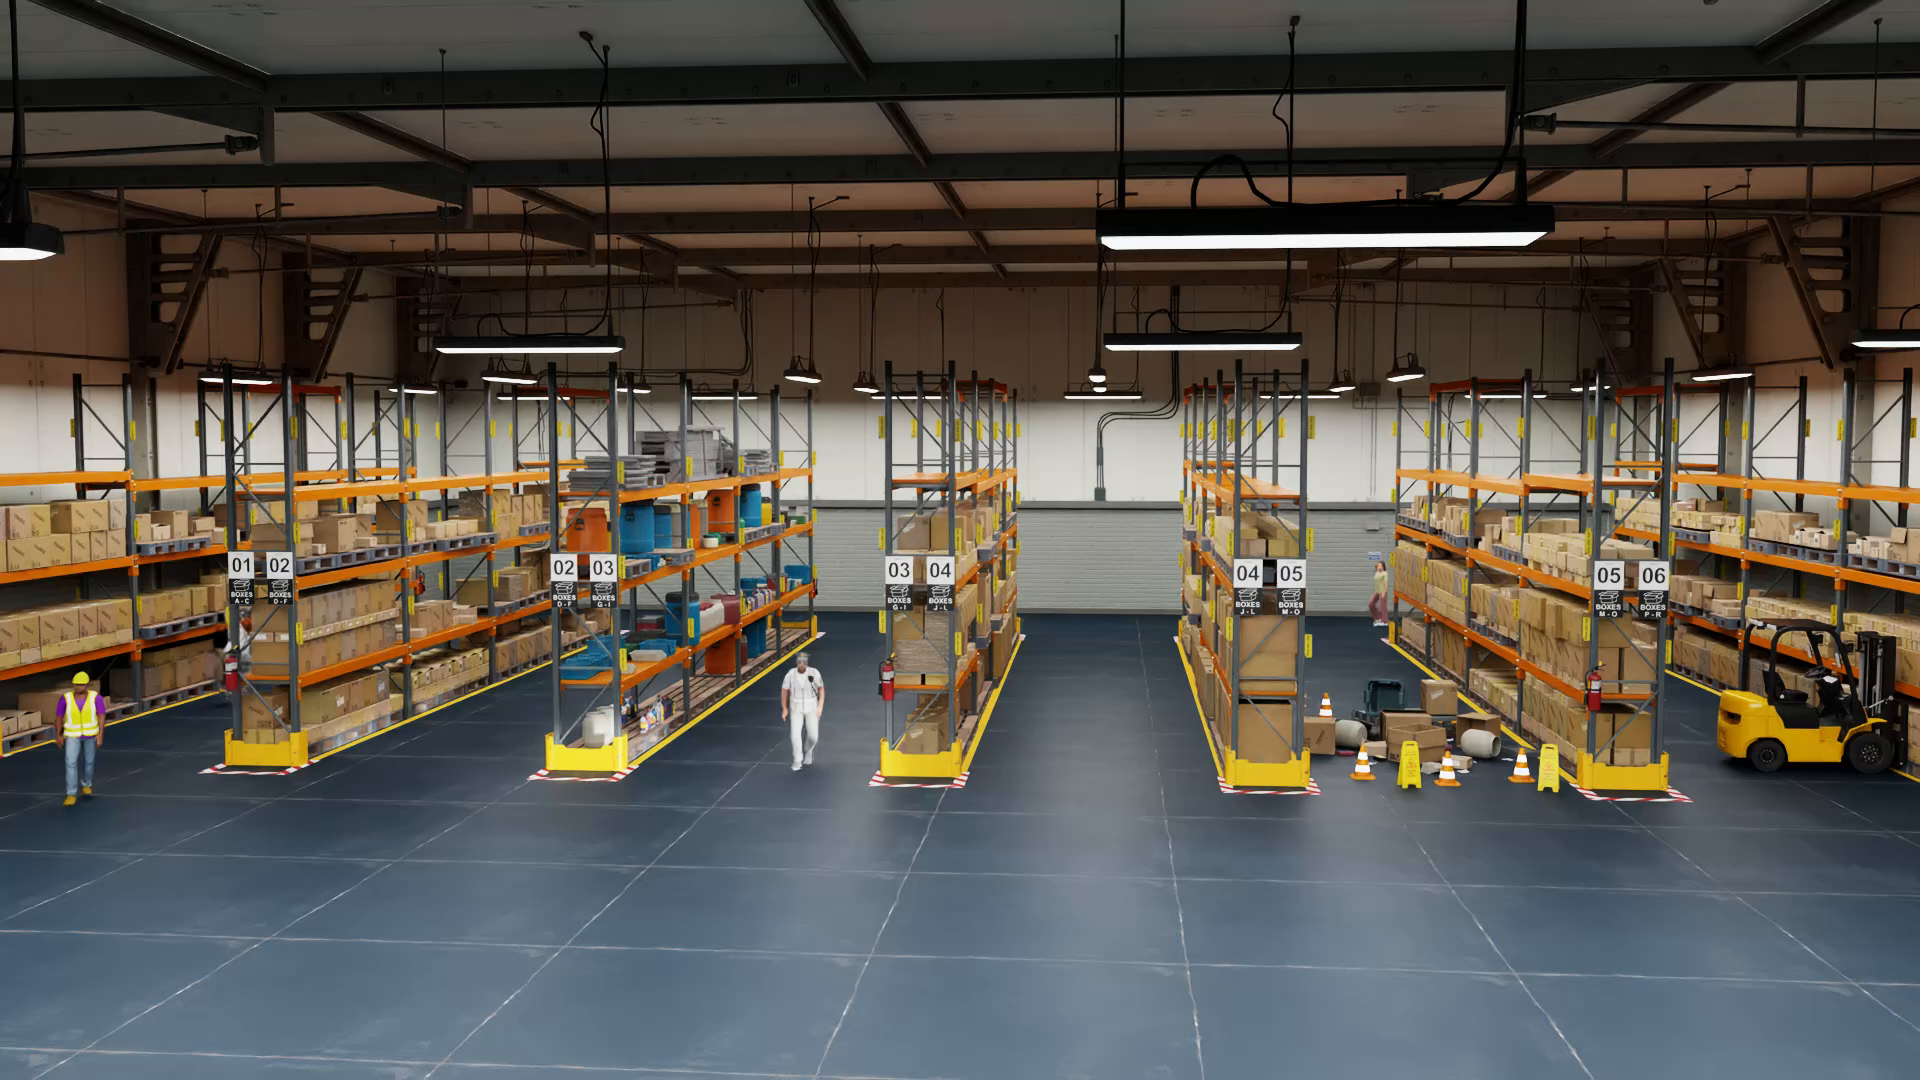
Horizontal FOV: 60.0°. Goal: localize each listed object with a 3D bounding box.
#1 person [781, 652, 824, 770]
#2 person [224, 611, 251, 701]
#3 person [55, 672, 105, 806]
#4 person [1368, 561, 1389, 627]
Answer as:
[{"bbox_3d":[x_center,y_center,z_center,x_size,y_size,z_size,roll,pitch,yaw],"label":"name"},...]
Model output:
[{"bbox_3d":[-2.340,2.515,24.762,0.640,1.745,0.589,0,4,-3],"label":"person"},{"bbox_3d":[-13.386,2.146,30.780,0.497,1.651,0.538,2,4,22],"label":"person"},{"bbox_3d":[-11.860,2.637,22.447,0.593,1.718,0.951,-2,4,-33],"label":"person"},{"bbox_3d":[10.719,1.380,42.419,0.484,1.702,0.486,-2,4,-22],"label":"person"}]
